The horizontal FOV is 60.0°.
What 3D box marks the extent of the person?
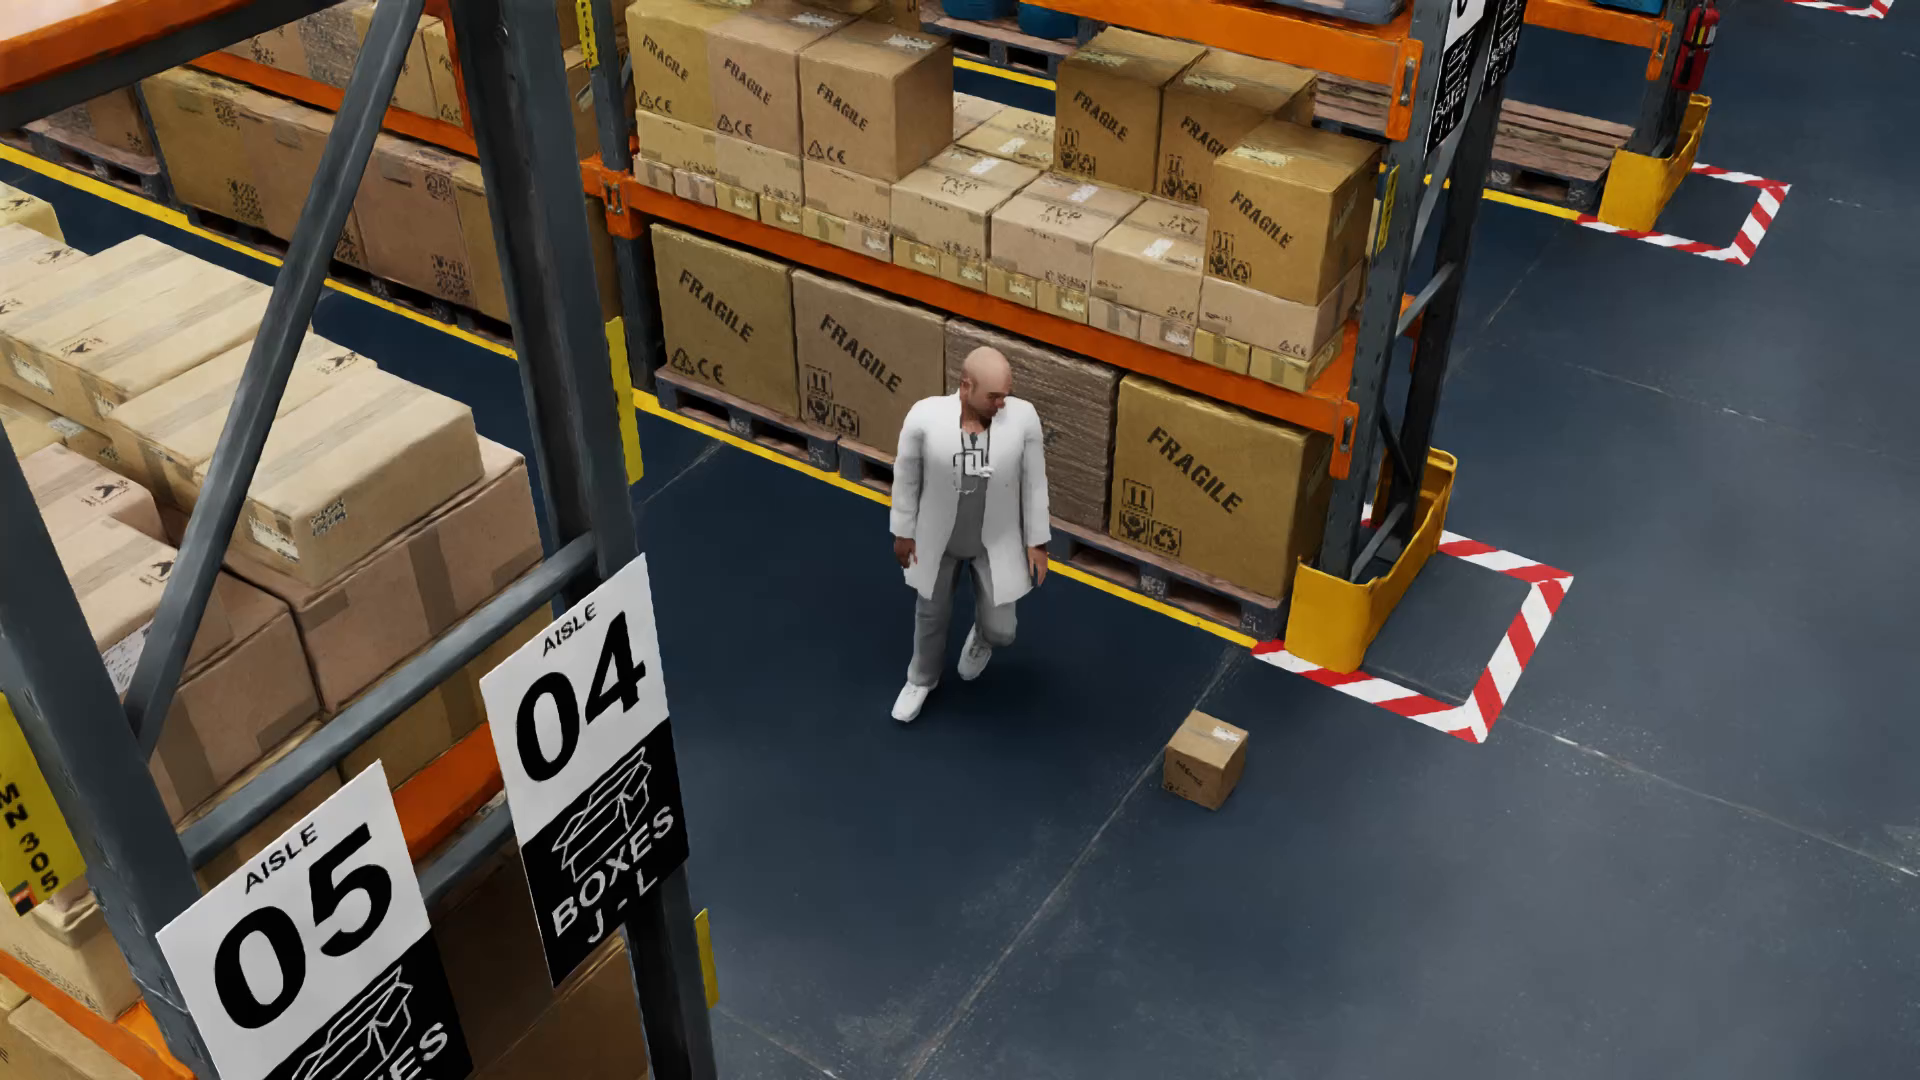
[{"bbox_3d":[0.042,-0.041,6.731,0.652,1.761,0.565,2,38,3],"label":"person"}]
